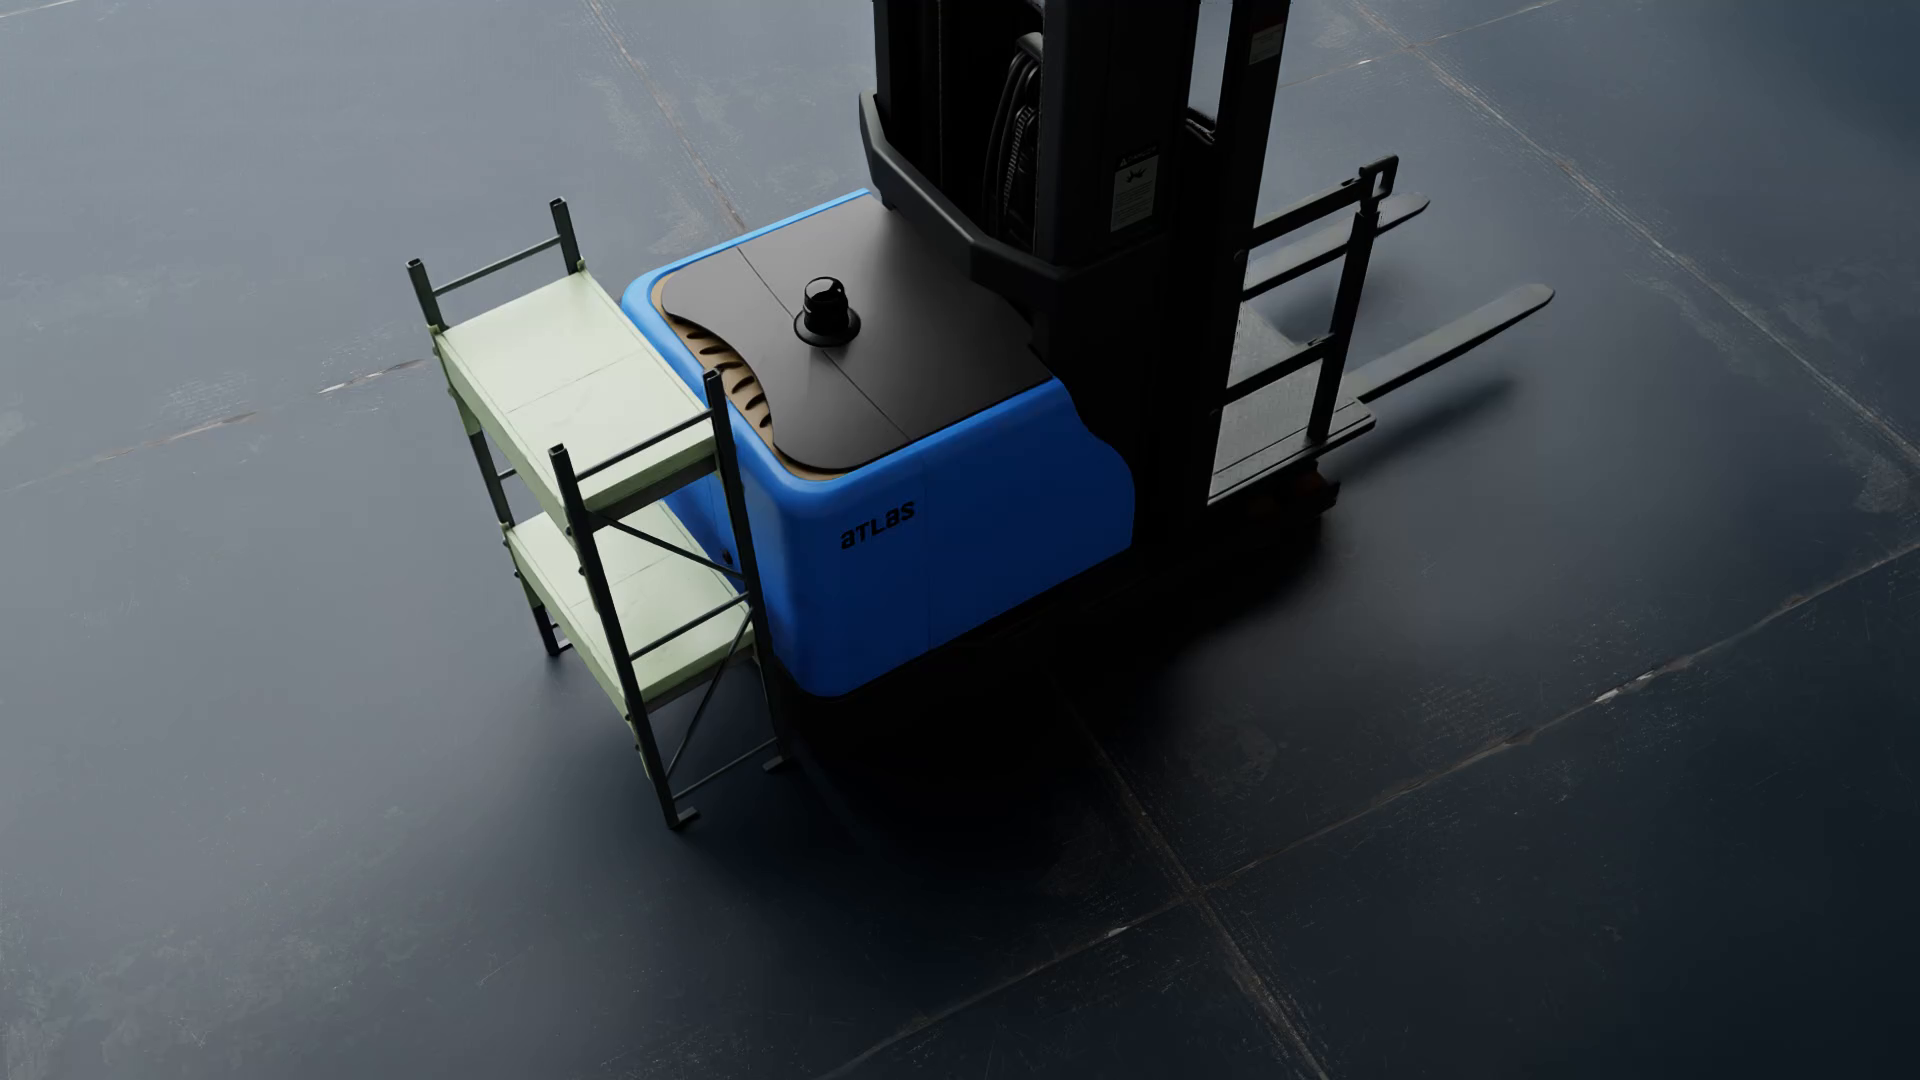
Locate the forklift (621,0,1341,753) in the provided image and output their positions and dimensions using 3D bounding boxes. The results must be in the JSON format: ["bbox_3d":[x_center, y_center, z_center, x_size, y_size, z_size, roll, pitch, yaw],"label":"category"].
[{"bbox_3d":[0.593,-1.249,4.395,3.031,2.935,1.130,-26,54,-21],"label":"forklift"}]

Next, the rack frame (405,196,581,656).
[{"bbox_3d":[-1.084,-0.236,4.451,0.400,1.500,0.023,-29,55,-21],"label":"rack frame"}]

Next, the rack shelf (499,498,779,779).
[{"bbox_3d":[-0.863,0.198,4.504,0.431,0.370,0.720,-29,55,-21],"label":"rack shelf"}]

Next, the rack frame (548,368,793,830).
[{"bbox_3d":[-0.660,0.212,4.058,0.400,1.500,0.023,-29,55,-21],"label":"rack frame"}]

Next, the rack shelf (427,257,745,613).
[{"bbox_3d":[-0.882,-0.263,3.956,0.431,0.370,0.720,-29,55,-21],"label":"rack shelf"}]

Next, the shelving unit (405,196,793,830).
[{"bbox_3d":[-0.872,-0.012,4.254,0.431,1.500,0.755,-29,55,-21],"label":"shelving unit"}]
